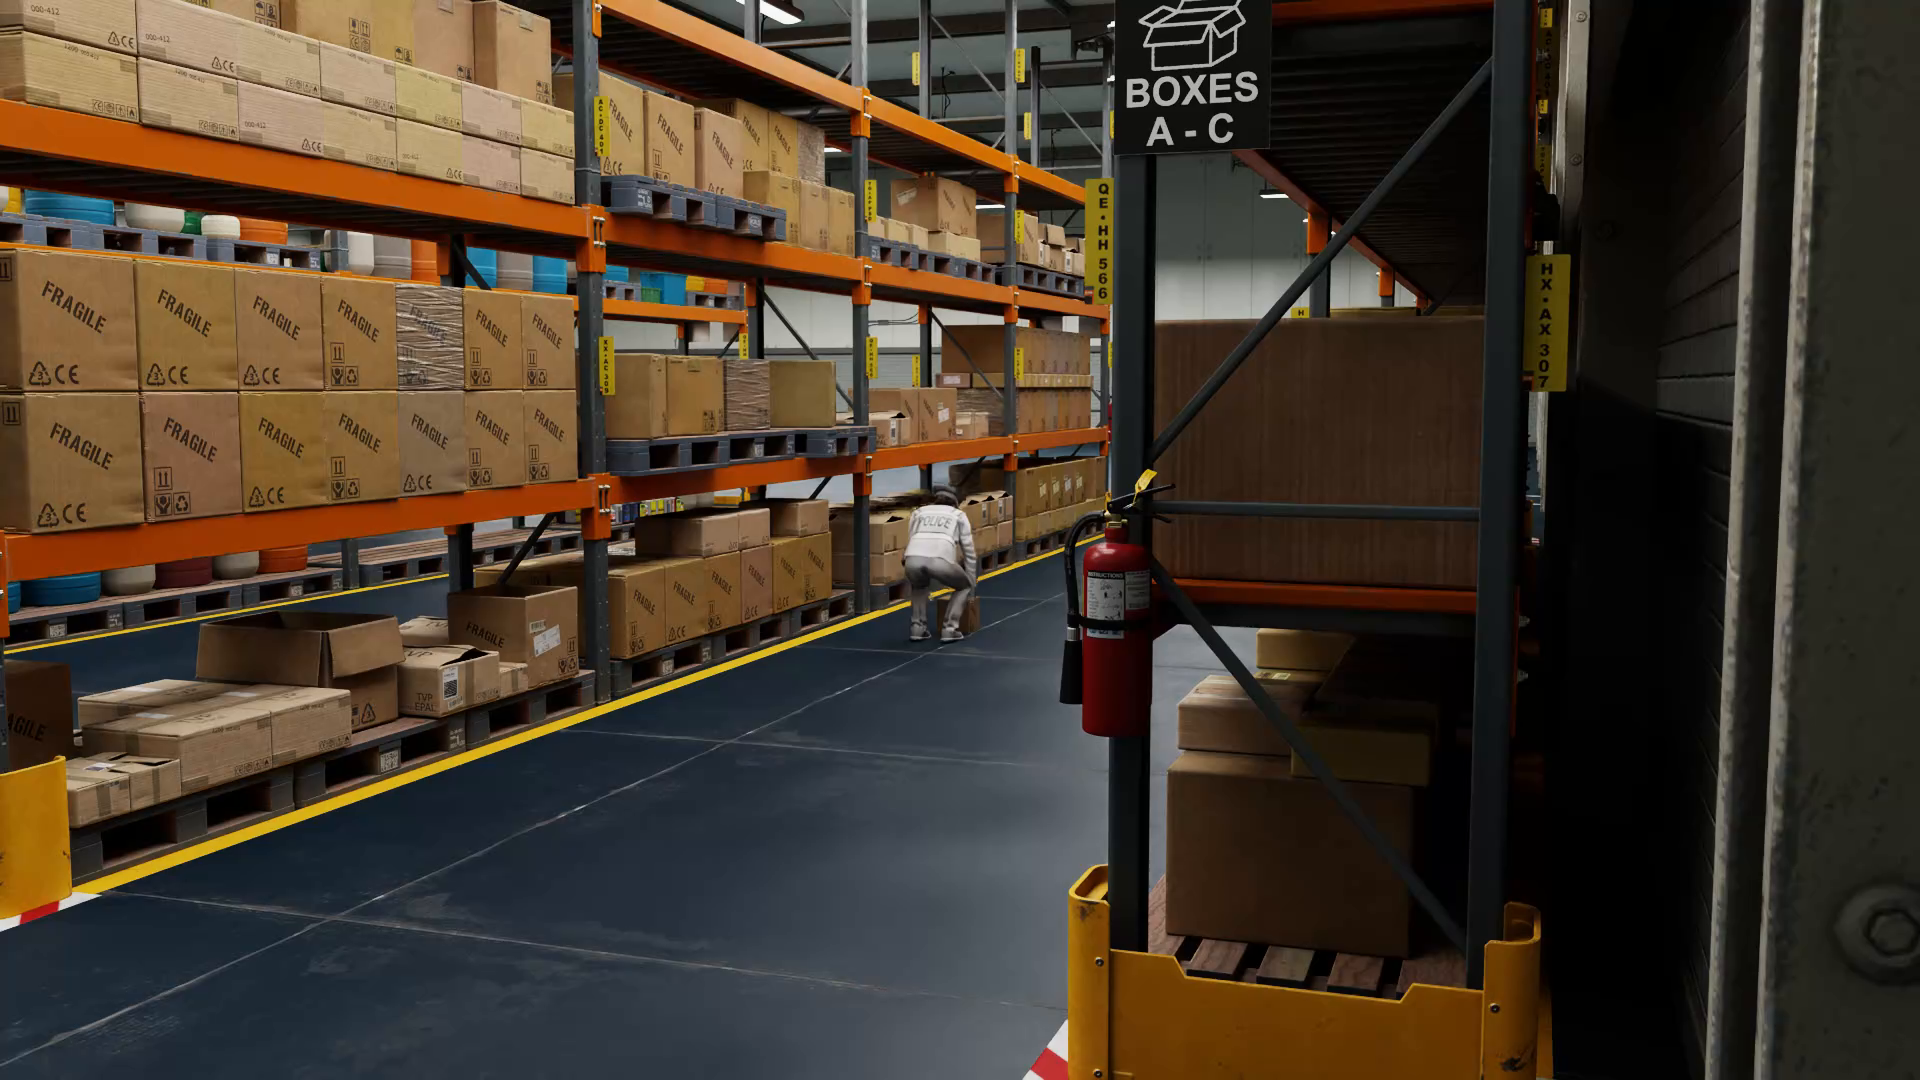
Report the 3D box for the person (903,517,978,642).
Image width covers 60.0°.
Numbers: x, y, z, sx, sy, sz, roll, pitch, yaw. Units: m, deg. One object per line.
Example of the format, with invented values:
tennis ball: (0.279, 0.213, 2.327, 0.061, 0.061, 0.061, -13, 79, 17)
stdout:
person: (-0.131, 0.283, 12.067, 0.476, 0.866, 0.858, 2, 6, 19)
